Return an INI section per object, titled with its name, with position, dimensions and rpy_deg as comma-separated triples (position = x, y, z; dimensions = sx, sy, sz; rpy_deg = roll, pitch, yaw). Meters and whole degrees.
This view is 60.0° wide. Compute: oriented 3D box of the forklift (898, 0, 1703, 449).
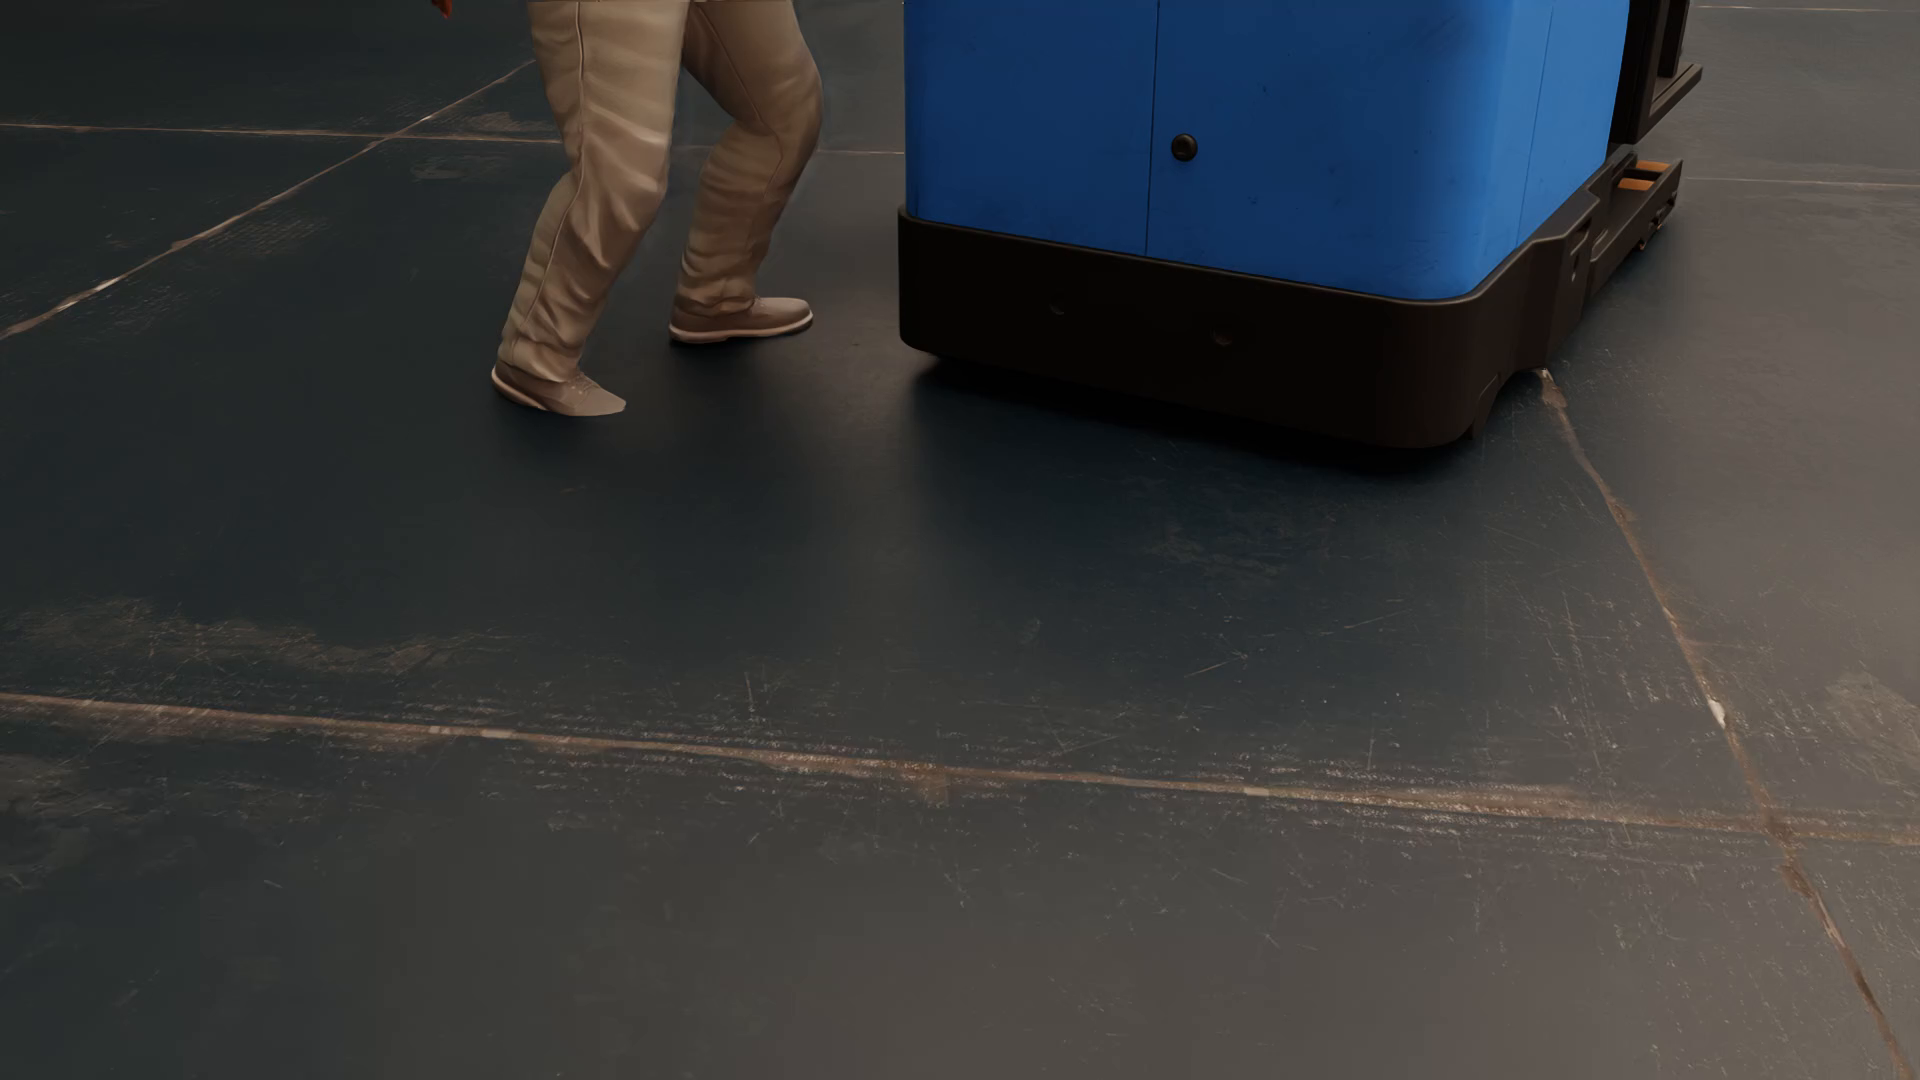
[forklift]
position = 1.074, -2.073, 3.372
dimensions = 1.130, 2.935, 3.031
rpy_deg = 15, 30, 27

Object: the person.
[person]
position = -0.549, -0.989, 2.750
dimensions = 0.498, 1.651, 0.839
rpy_deg = 12, 29, 22
